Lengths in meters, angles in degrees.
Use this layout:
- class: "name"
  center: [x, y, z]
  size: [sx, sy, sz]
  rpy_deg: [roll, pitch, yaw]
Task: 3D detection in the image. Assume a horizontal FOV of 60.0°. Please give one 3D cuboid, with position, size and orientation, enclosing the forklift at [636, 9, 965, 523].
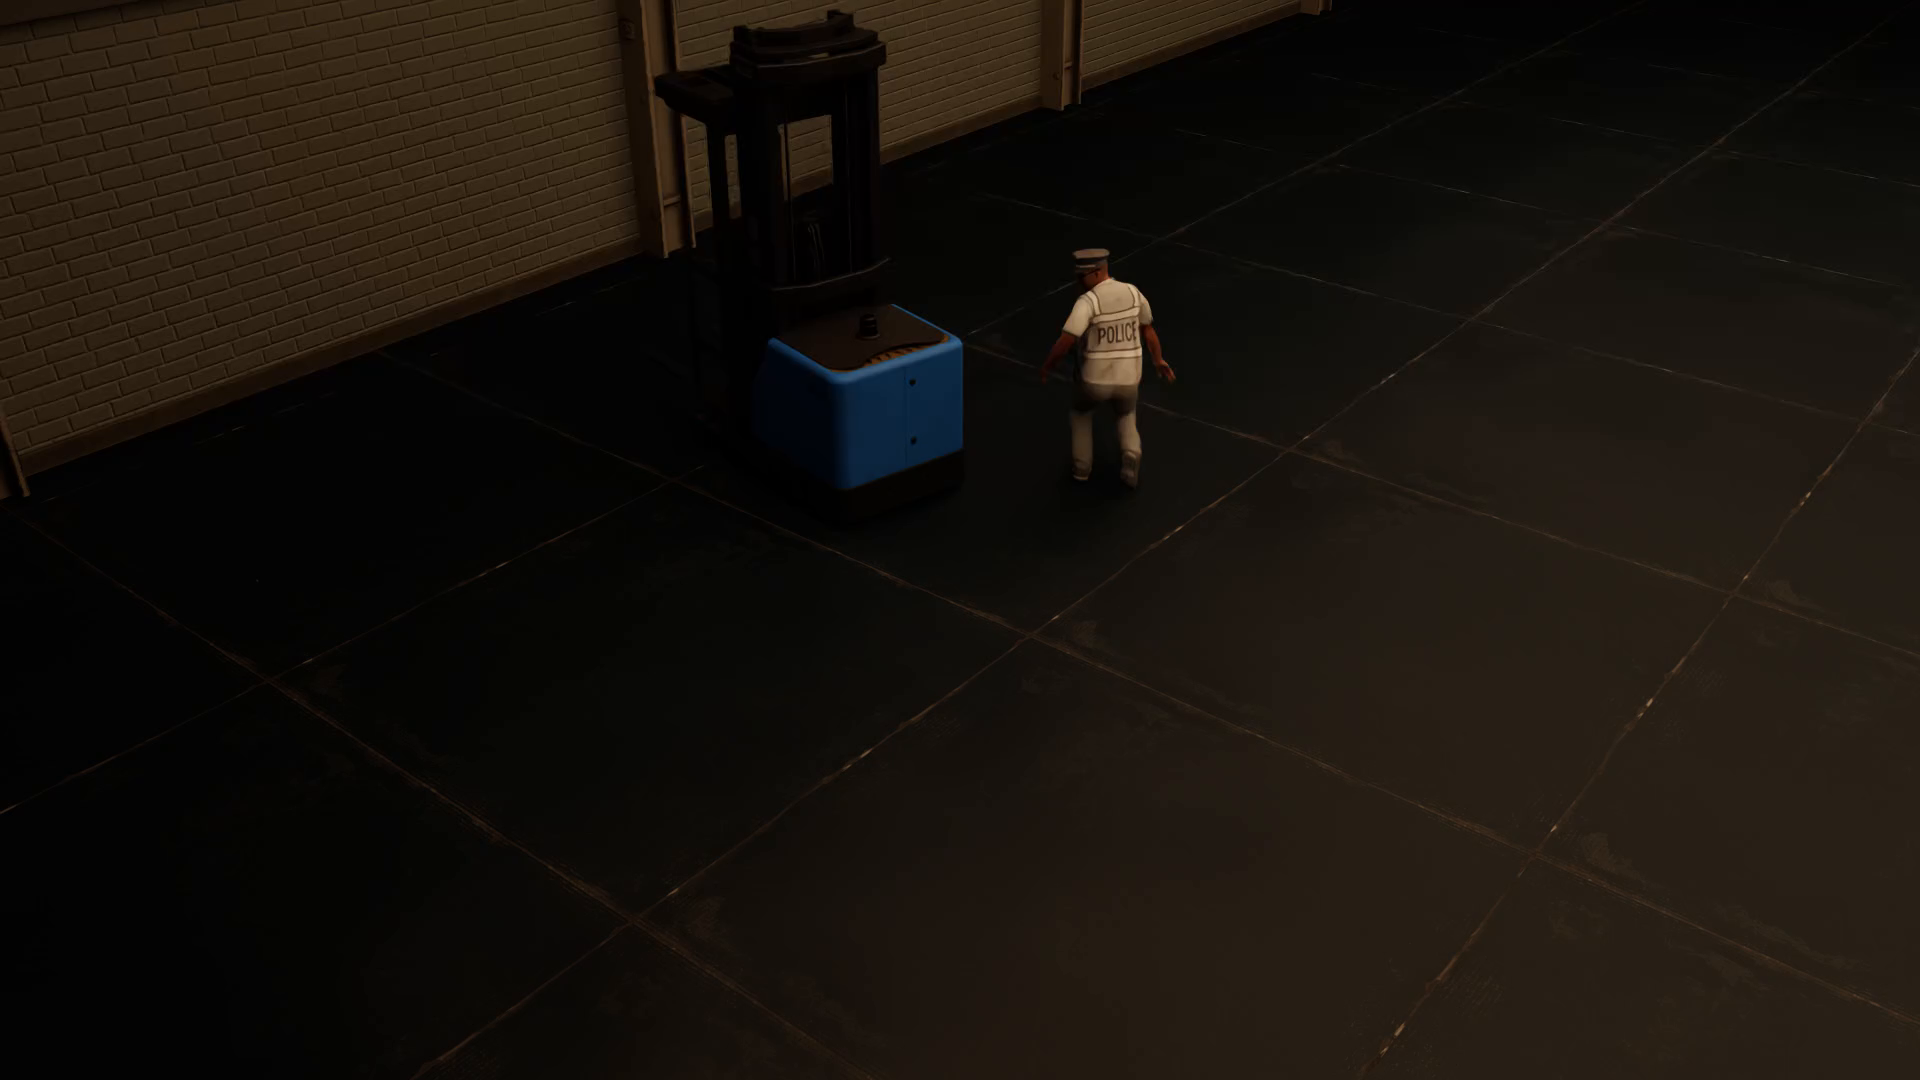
- class: "forklift"
  center: [-1.263, -2.054, 11.110]
  size: [1.130, 2.935, 3.031]
  rpy_deg: [-21, 36, -32]

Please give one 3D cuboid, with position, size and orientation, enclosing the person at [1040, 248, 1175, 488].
- class: "person"
  center: [1.000, -1.106, 10.906]
  size: [0.921, 1.578, 0.610]
  rpy_deg: [-8, 31, -14]
